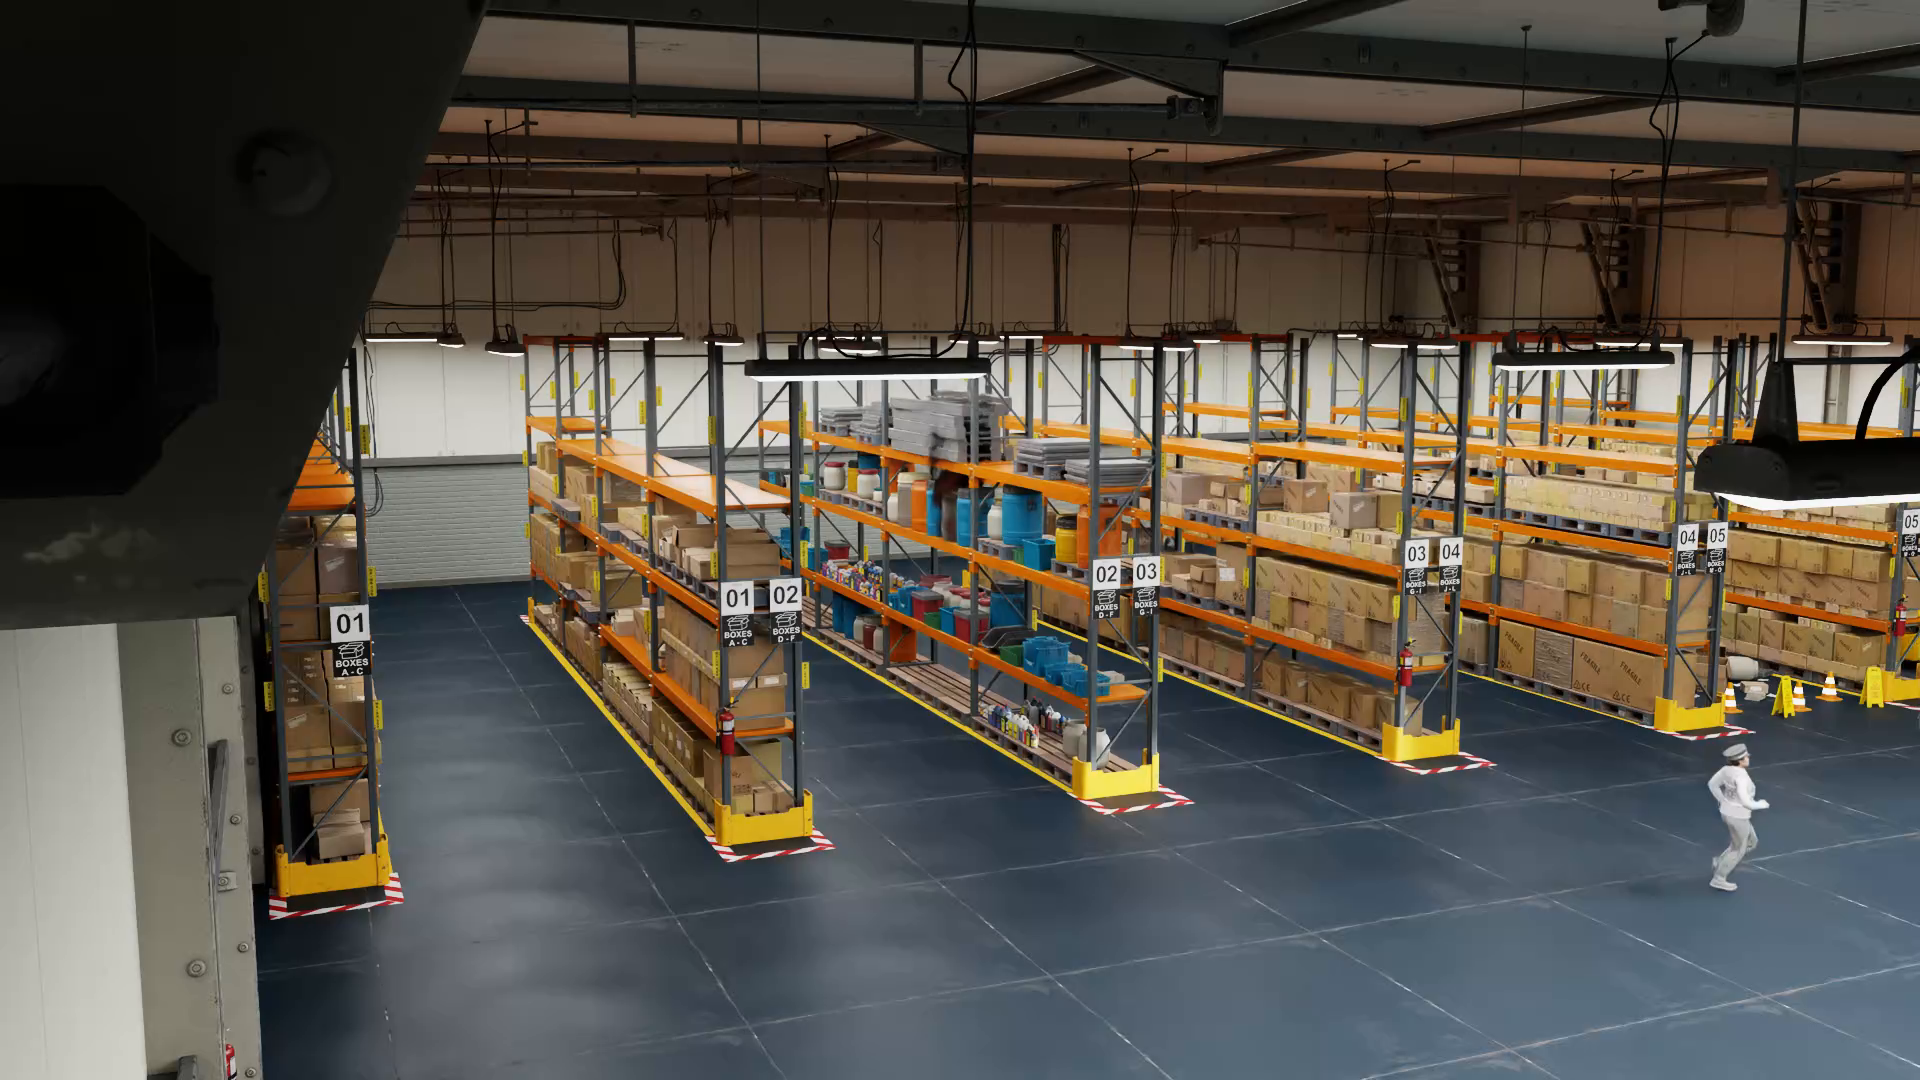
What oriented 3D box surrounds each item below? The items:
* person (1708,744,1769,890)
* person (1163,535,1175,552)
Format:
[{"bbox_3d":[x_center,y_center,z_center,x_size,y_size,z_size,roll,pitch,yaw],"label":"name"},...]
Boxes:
[{"bbox_3d":[8.654,3.066,18.443,0.569,1.654,0.597,1,8,6],"label":"person"},{"bbox_3d":[5.257,-0.043,41.492,0.904,1.800,0.666,-5,9,-33],"label":"person"}]
